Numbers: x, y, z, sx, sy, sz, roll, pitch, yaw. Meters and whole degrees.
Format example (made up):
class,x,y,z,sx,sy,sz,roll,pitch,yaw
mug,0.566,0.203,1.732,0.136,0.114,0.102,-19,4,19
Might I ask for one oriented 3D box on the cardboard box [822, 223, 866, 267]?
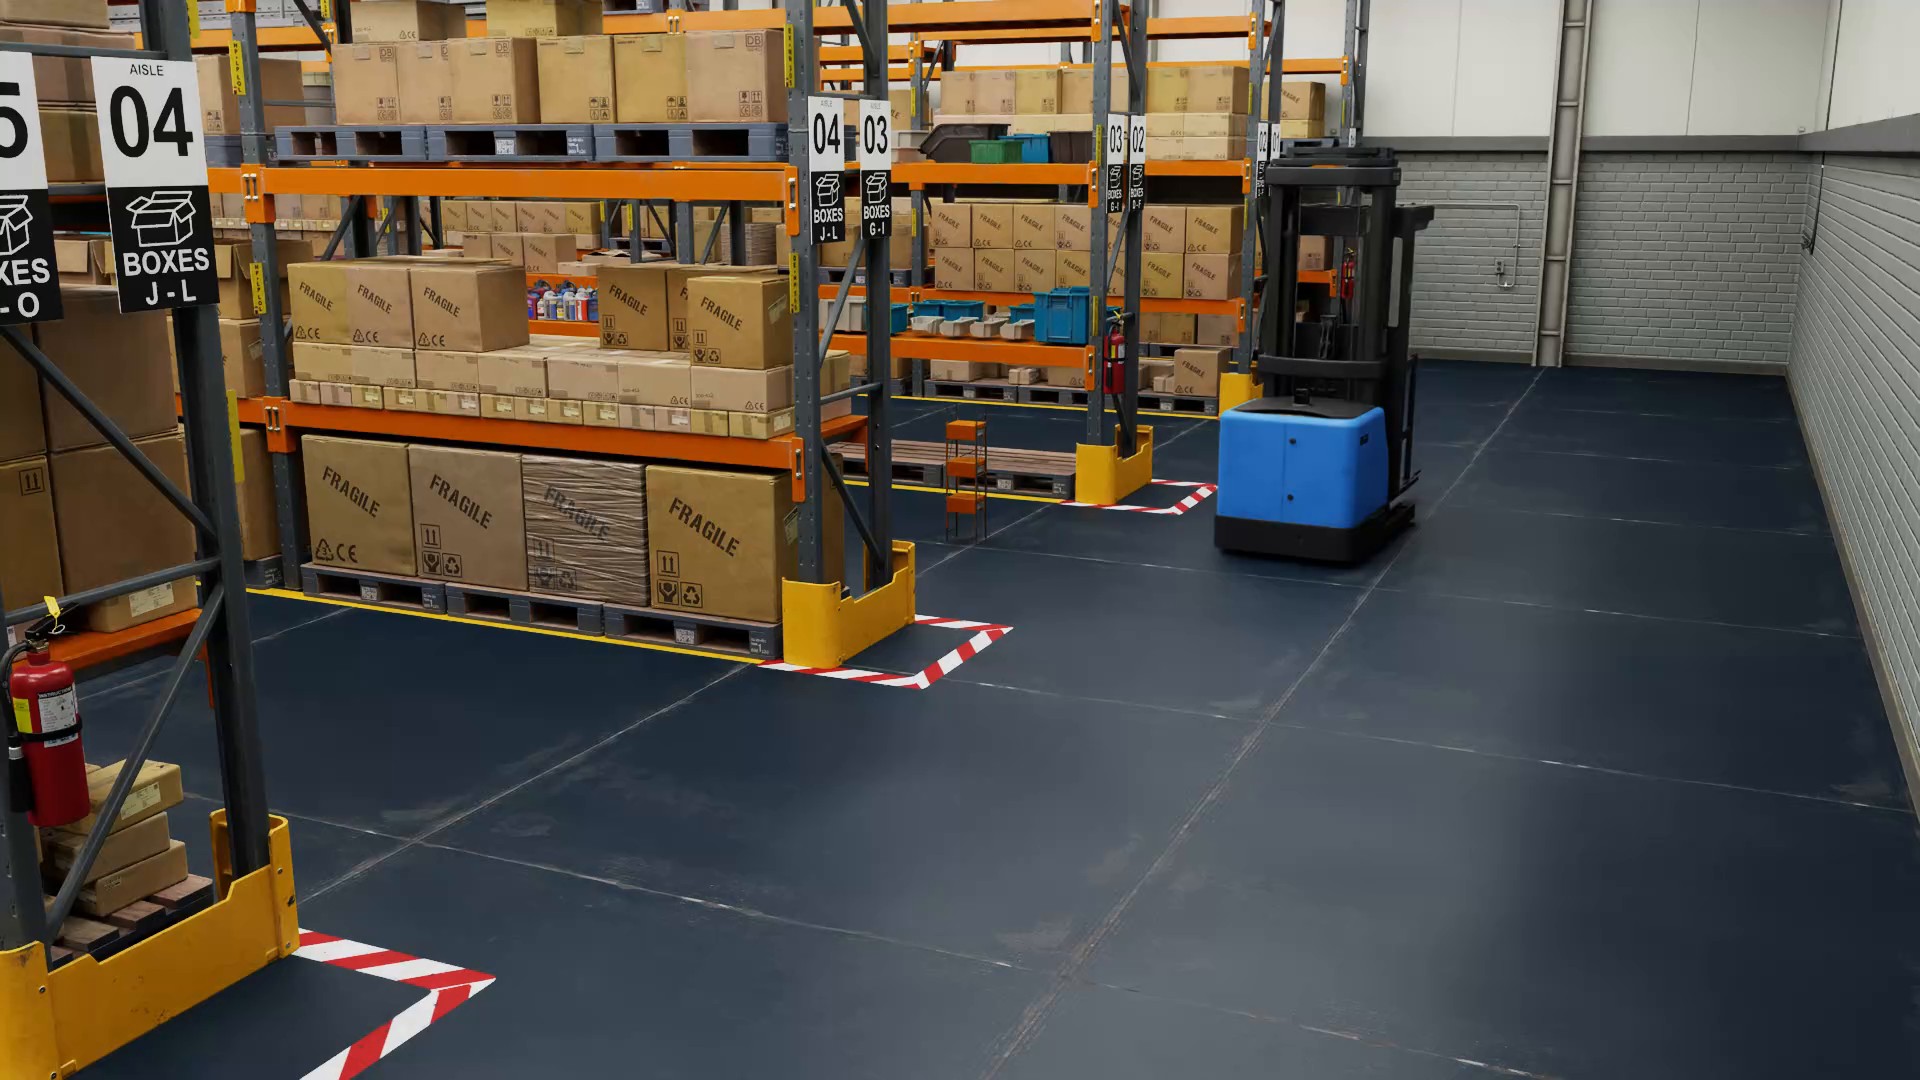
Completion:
class,x,y,z,sx,sy,sz,roll,pitch,yaw
cardboard box,-1.318,-3.684,20.749,0.500,0.500,0.700,8,16,32

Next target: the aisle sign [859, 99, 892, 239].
class,x,y,z,sx,sy,sz,roll,pitch,yaw
aisle sign,-0.492,-2.172,9.756,0.004,0.787,0.394,6,14,23

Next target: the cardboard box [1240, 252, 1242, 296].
class,x,y,z,sx,sy,sz,roll,pitch,yaw
cardboard box,3.037,-3.064,19.029,0.500,0.500,0.500,6,15,24

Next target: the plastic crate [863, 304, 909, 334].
class,x,y,z,sx,sy,sz,roll,pitch,yaw
plastic crate,-0.655,-1.969,14.817,0.300,0.233,0.416,6,14,23

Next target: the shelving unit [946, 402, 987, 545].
class,x,y,z,sx,sy,sz,roll,pitch,yaw
shelving unit,0.049,-0.506,12.614,0.252,1.050,0.215,6,14,23

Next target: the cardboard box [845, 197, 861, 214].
class,x,y,z,sx,sy,sz,roll,pitch,yaw
cardboard box,-1.638,-5.164,25.643,0.500,0.250,0.500,6,15,25

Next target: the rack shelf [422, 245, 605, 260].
class,x,y,z,sx,sy,sz,roll,pitch,yaw
rack shelf,-7.461,-4.900,28.644,4.000,0.370,1.077,6,14,23

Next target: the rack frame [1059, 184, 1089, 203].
class,x,y,z,sx,sy,sz,roll,pitch,yaw
rack frame,1.682,-4.325,24.619,0.127,3.000,1.000,6,14,23

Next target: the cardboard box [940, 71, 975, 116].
class,x,y,z,sx,sy,sz,roll,pitch,yaw
cardboard box,0.139,-5.248,19.582,0.500,0.500,0.700,6,14,23

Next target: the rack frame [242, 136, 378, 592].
class,x,y,z,sx,sy,sz,roll,pitch,yaw
rack frame,-4.337,-1.221,11.391,0.127,3.000,1.000,6,14,23

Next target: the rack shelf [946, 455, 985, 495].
class,x,y,z,sx,sy,sz,roll,pitch,yaw
rack shelf,0.049,-0.496,12.616,0.240,0.259,0.215,6,14,23

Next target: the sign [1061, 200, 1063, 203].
class,x,y,z,sx,sy,sz,roll,pitch,yaw
sign,1.471,-4.735,24.009,0.005,0.325,0.100,6,14,23

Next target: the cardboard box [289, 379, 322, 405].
class,x,y,z,sx,sy,sz,roll,pitch,yaw
cardboard box,-4.201,-1.002,11.007,0.250,0.149,0.380,6,14,23

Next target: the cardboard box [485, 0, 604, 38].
class,x,y,z,sx,sy,sz,roll,pitch,yaw
cardboard box,-2.522,-3.167,10.120,0.500,0.250,0.500,5,14,21

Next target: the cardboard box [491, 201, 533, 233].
class,x,y,z,sx,sy,sz,roll,pitch,yaw
cardboard box,-7.580,-5.488,28.218,0.500,0.500,0.500,6,15,25

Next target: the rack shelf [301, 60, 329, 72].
class,x,y,z,sx,sy,sz,roll,pitch,yaw
rack shelf,-9.464,-6.591,23.594,4.000,0.370,1.077,6,14,23

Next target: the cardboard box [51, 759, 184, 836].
class,x,y,z,sx,sy,sz,roll,pitch,yaw
cardboard box,-3.122,0.950,6.158,0.250,0.149,0.380,5,14,21

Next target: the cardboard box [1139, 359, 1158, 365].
class,x,y,z,sx,sy,sz,roll,pitch,yaw
cardboard box,2.040,-1.997,19.756,0.500,0.250,0.500,6,14,23

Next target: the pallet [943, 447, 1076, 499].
class,x,y,z,sx,sy,sz,roll,pitch,yaw
pallet,0.588,-0.612,14.901,1.213,0.211,1.003,6,14,23

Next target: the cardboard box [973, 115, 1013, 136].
class,x,y,z,sx,sy,sz,roll,pitch,yaw
cardboard box,0.481,-4.778,19.217,0.500,0.250,0.500,6,14,23

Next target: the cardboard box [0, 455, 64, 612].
class,x,y,z,sx,sy,sz,roll,pitch,yaw
cardboard box,-3.296,-0.005,5.342,0.500,0.500,0.500,6,15,24

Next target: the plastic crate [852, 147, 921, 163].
class,x,y,z,sx,sy,sz,roll,pitch,yaw
plastic crate,-0.663,-3.357,14.504,0.530,0.136,0.437,6,14,23

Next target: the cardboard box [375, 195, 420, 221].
class,x,y,z,sx,sy,sz,roll,pitch,yaw
cardboard box,-8.044,-4.750,23.372,0.500,0.500,0.700,6,14,24

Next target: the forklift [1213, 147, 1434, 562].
class,x,y,z,sx,sy,sz,roll,pitch,yaw
forklift,2.996,-1.557,12.976,1.130,2.935,3.031,7,15,27

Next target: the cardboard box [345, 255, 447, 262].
class,x,y,z,sx,sy,sz,roll,pitch,yaw
cardboard box,-3.808,-1.671,11.346,0.500,0.500,0.500,6,15,25

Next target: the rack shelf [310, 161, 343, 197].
class,x,y,z,sx,sy,sz,roll,pitch,yaw
rack shelf,-7.816,-3.921,17.906,4.000,0.370,1.077,6,14,23

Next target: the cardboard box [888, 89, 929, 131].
class,x,y,z,sx,sy,sz,roll,pitch,yaw
cardboard box,-0.752,-5.114,20.059,0.600,0.600,0.600,4,14,18

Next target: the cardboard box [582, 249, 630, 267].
class,x,y,z,sx,sy,sz,roll,pitch,yaw
cardboard box,-4.717,-3.740,22.320,0.500,0.311,0.500,6,14,23

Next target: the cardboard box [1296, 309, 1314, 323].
class,x,y,z,sx,sy,sz,roll,pitch,yaw
cardboard box,4.659,-2.986,23.466,0.500,0.500,0.700,6,14,23

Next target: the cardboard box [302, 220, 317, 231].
class,x,y,z,sx,sy,sz,roll,pitch,yaw
cardboard box,-9.131,-4.493,23.695,0.250,0.149,0.380,6,15,25

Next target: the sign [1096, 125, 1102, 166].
class,x,y,z,sx,sy,sz,roll,pitch,yaw
sign,1.119,-3.178,13.396,0.005,0.325,0.100,6,14,23

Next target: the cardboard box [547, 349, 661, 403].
class,x,y,z,sx,sy,sz,roll,pitch,yaw
cardboard box,-2.159,-1.006,10.153,0.500,0.250,0.500,5,14,21

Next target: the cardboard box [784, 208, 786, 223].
class,x,y,z,sx,sy,sz,roll,pitch,yaw
cardboard box,-2.409,-4.999,26.311,0.500,0.500,0.700,4,14,17

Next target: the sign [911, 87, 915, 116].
class,x,y,z,sx,sy,sz,roll,pitch,yaw
sign,-0.542,-5.077,19.266,0.005,0.325,0.100,6,14,23

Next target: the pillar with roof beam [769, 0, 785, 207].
class,x,y,z,sx,sy,sz,roll,pitch,yaw
pillar with roof beam,-4.557,-7.017,22.961,0.400,9.000,9.100,6,14,23

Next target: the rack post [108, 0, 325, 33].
class,x,y,z,sx,sy,sz,roll,pitch,yaw
rack post,-7.810,-5.849,17.547,3.121,1.000,1.013,6,14,23

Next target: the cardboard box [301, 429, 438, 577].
class,x,y,z,sx,sy,sz,roll,pitch,yaw
cardboard box,-3.766,-0.313,11.255,0.875,0.875,0.875,6,14,23

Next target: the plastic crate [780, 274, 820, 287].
class,x,y,z,sx,sy,sz,roll,pitch,yaw
plastic crate,-1.616,-2.181,15.211,0.583,0.464,0.402,6,14,23

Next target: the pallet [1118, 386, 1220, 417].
class,x,y,z,sx,sy,sz,roll,pitch,yaw
pallet,2.537,-1.642,19.293,1.213,0.211,1.003,6,14,23

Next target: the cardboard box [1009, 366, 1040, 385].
class,x,y,z,sx,sy,sz,roll,pitch,yaw
cardboard box,0.770,-1.962,19.791,0.250,0.166,0.380,6,14,23

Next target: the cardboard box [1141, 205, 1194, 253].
class,x,y,z,sx,sy,sz,roll,pitch,yaw
cardboard box,2.356,-3.485,18.634,0.500,0.500,0.500,6,15,25

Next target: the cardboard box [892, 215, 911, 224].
class,x,y,z,sx,sy,sz,roll,pitch,yaw
cardboard box,-0.706,-4.703,25.318,0.500,0.500,0.500,6,14,23

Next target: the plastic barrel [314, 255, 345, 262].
class,x,y,z,sx,sy,sz,roll,pitch,yaw
plastic barrel,-6.535,-2.671,17.275,0.708,0.536,0.600,6,14,23

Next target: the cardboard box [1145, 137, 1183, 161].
class,x,y,z,sx,sy,sz,roll,pitch,yaw
cardboard box,2.307,-4.348,18.480,0.500,0.250,0.500,6,14,23

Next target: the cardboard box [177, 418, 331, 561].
class,x,y,z,sx,sy,sz,roll,pitch,yaw
cardboard box,-4.930,-0.446,11.821,0.875,0.875,1.225,6,14,23

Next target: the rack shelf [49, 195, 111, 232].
class,x,y,z,sx,sy,sz,roll,pitch,yaw
rack shelf,-4.610,-1.119,5.967,4.000,0.370,1.077,6,14,23

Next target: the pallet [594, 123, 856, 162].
class,x,y,z,sx,sy,sz,roll,pitch,yaw
pallet,-1.362,-2.334,9.765,1.213,0.211,1.003,6,14,23

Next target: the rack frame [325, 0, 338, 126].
class,x,y,z,sx,sy,sz,roll,pitch,yaw
rack frame,-5.988,-5.546,16.692,0.127,3.000,1.000,6,14,23

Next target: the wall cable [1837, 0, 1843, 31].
class,x,y,z,sx,sy,sz,roll,pitch,yaw
wall cable,9.270,-6.659,17.177,0.112,2.526,3.097,6,14,23

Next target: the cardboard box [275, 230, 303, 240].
class,x,y,z,sx,sy,sz,roll,pitch,yaw
cardboard box,-9.454,-4.260,24.125,0.500,0.500,0.700,6,15,25

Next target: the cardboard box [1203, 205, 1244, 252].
class,x,y,z,sx,sy,sz,roll,pitch,yaw
cardboard box,3.037,-3.551,18.915,0.500,0.500,0.500,6,15,25

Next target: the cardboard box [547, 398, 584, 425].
class,x,y,z,sx,sy,sz,roll,pitch,yaw
cardboard box,-2.310,-0.811,10.193,0.250,0.149,0.380,6,14,23

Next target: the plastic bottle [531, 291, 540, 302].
class,x,y,z,sx,sy,sz,roll,pitch,yaw
plastic bottle,-4.167,-2.306,16.298,0.097,0.271,0.097,0,13,0
